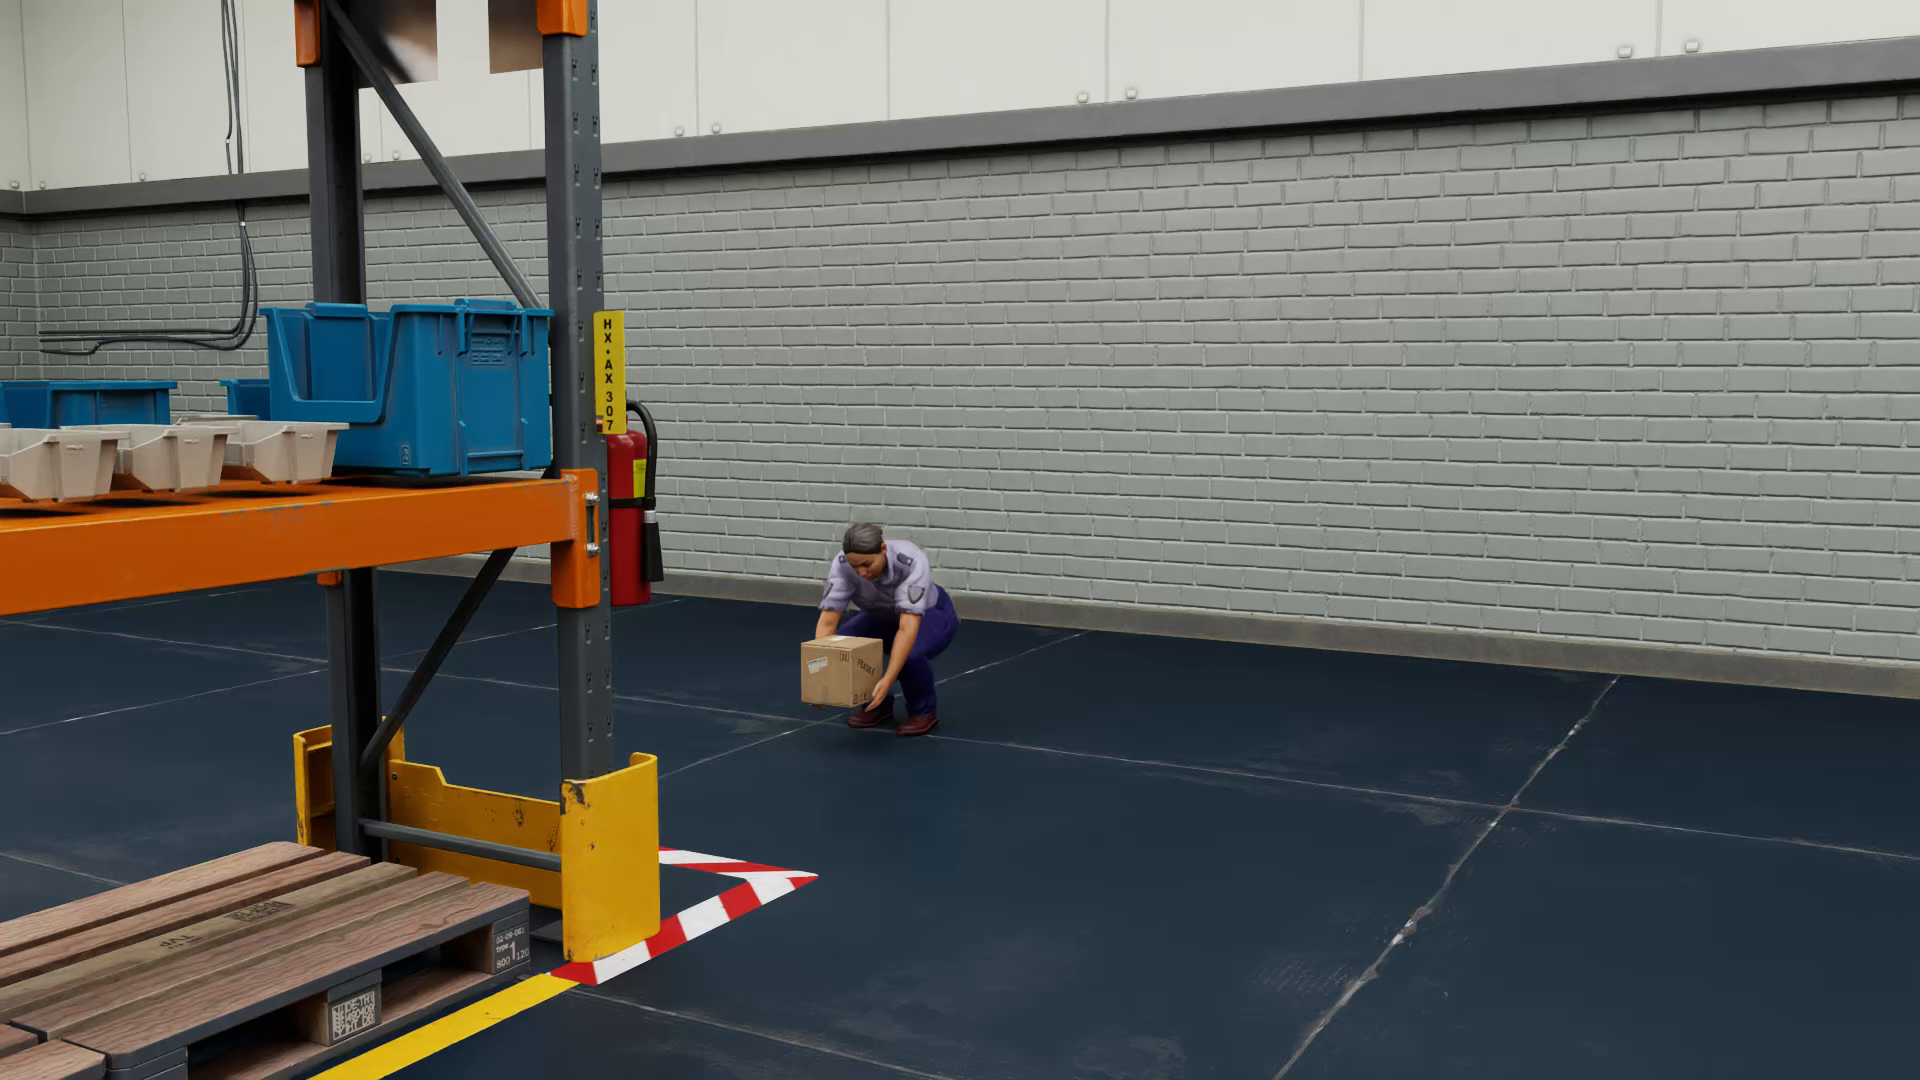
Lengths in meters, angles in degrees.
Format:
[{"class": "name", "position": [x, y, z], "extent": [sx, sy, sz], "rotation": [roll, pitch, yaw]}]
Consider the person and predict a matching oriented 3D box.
[{"class": "person", "position": [-0.315, 0.372, 7.269], "extent": [0.526, 0.953, 0.829], "rotation": [3, 7, 28]}]
